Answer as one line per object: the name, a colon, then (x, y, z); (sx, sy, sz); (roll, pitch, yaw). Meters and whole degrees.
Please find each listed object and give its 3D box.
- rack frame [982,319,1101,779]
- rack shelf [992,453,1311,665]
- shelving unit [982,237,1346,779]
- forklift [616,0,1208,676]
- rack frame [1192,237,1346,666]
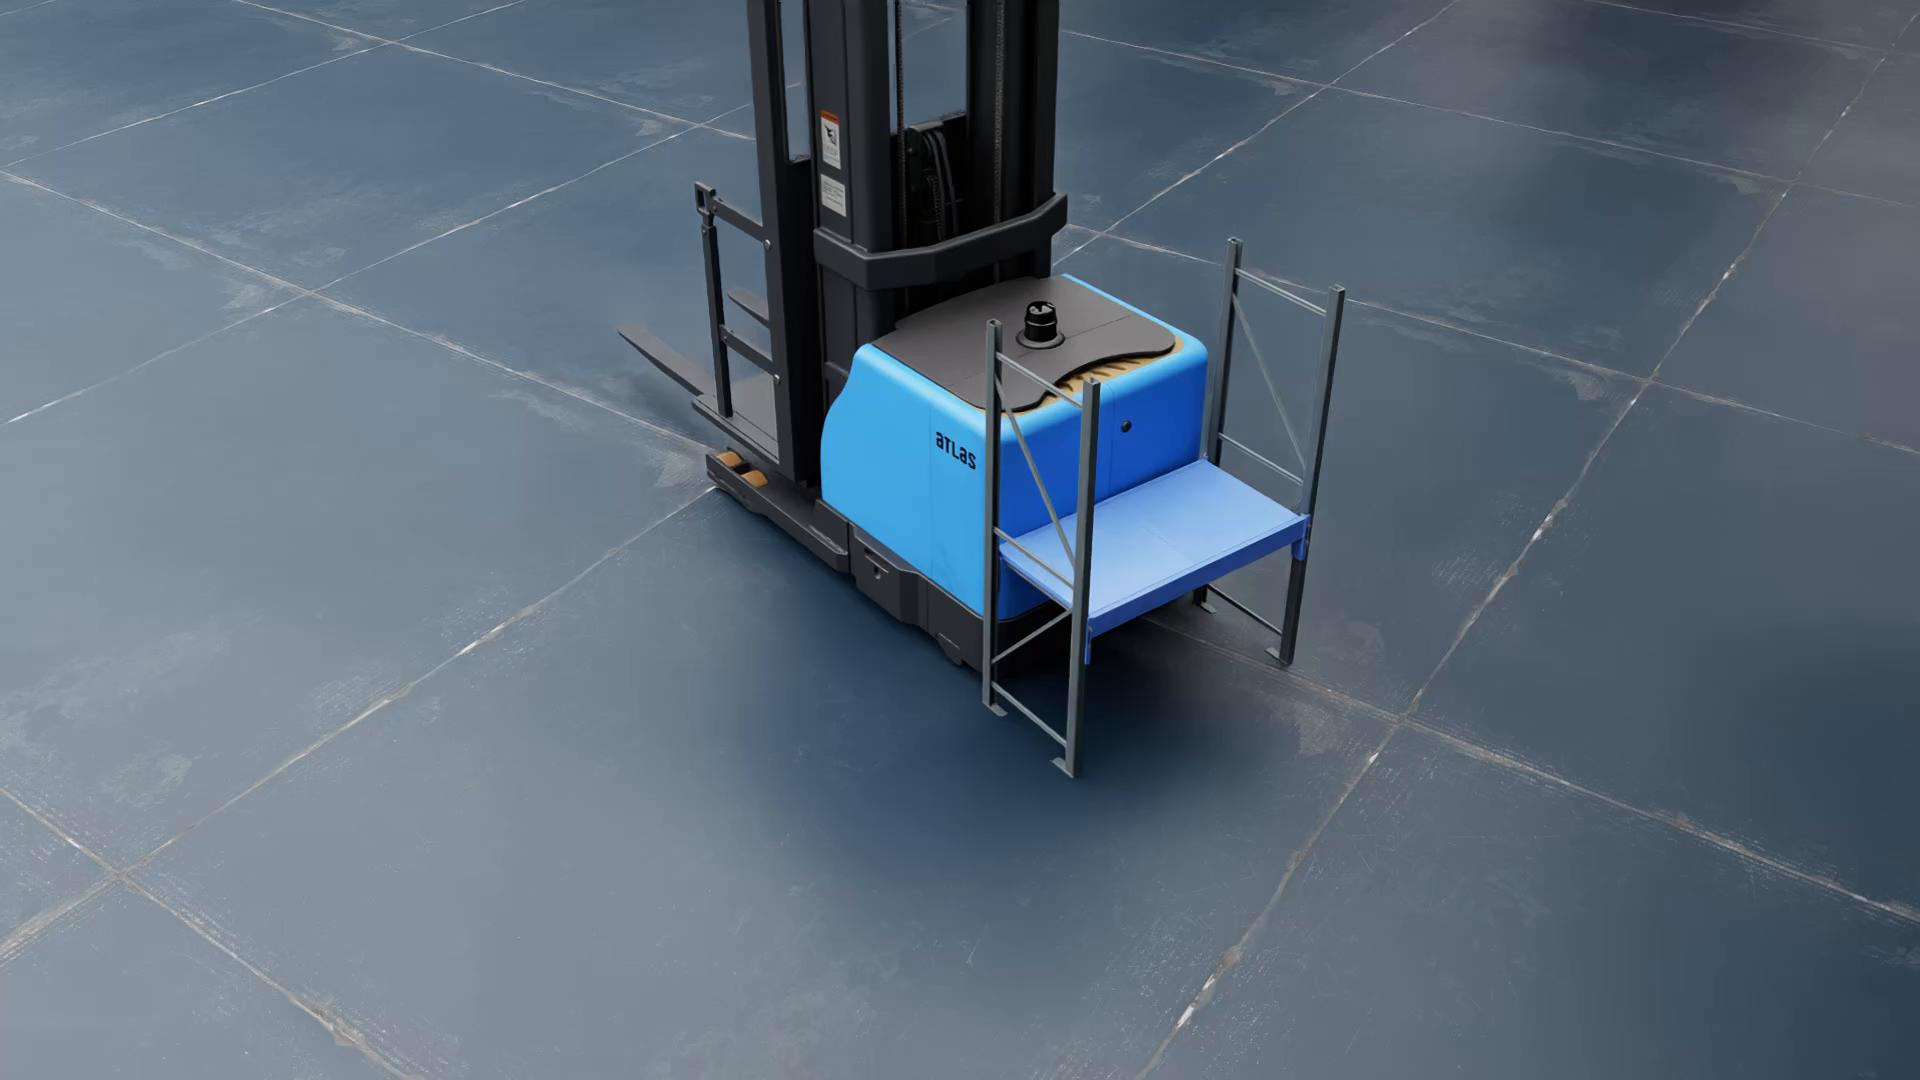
rack frame: (0.241, 0.063, 5.318); (0.032, 1.500, 0.500); (-23, 40, -30)
rack shelf: (0.648, 0.042, 5.670); (1.000, 0.185, 0.538); (-23, 40, -30)
shelving unit: (0.648, -0.107, 5.570); (1.048, 1.500, 0.538); (-23, 40, -30)
forklift: (-0.416, -1.492, 6.340); (1.130, 2.935, 3.031); (-24, 41, -31)
rack frame: (1.056, -0.277, 5.821); (0.032, 1.500, 0.500); (-23, 40, -30)
